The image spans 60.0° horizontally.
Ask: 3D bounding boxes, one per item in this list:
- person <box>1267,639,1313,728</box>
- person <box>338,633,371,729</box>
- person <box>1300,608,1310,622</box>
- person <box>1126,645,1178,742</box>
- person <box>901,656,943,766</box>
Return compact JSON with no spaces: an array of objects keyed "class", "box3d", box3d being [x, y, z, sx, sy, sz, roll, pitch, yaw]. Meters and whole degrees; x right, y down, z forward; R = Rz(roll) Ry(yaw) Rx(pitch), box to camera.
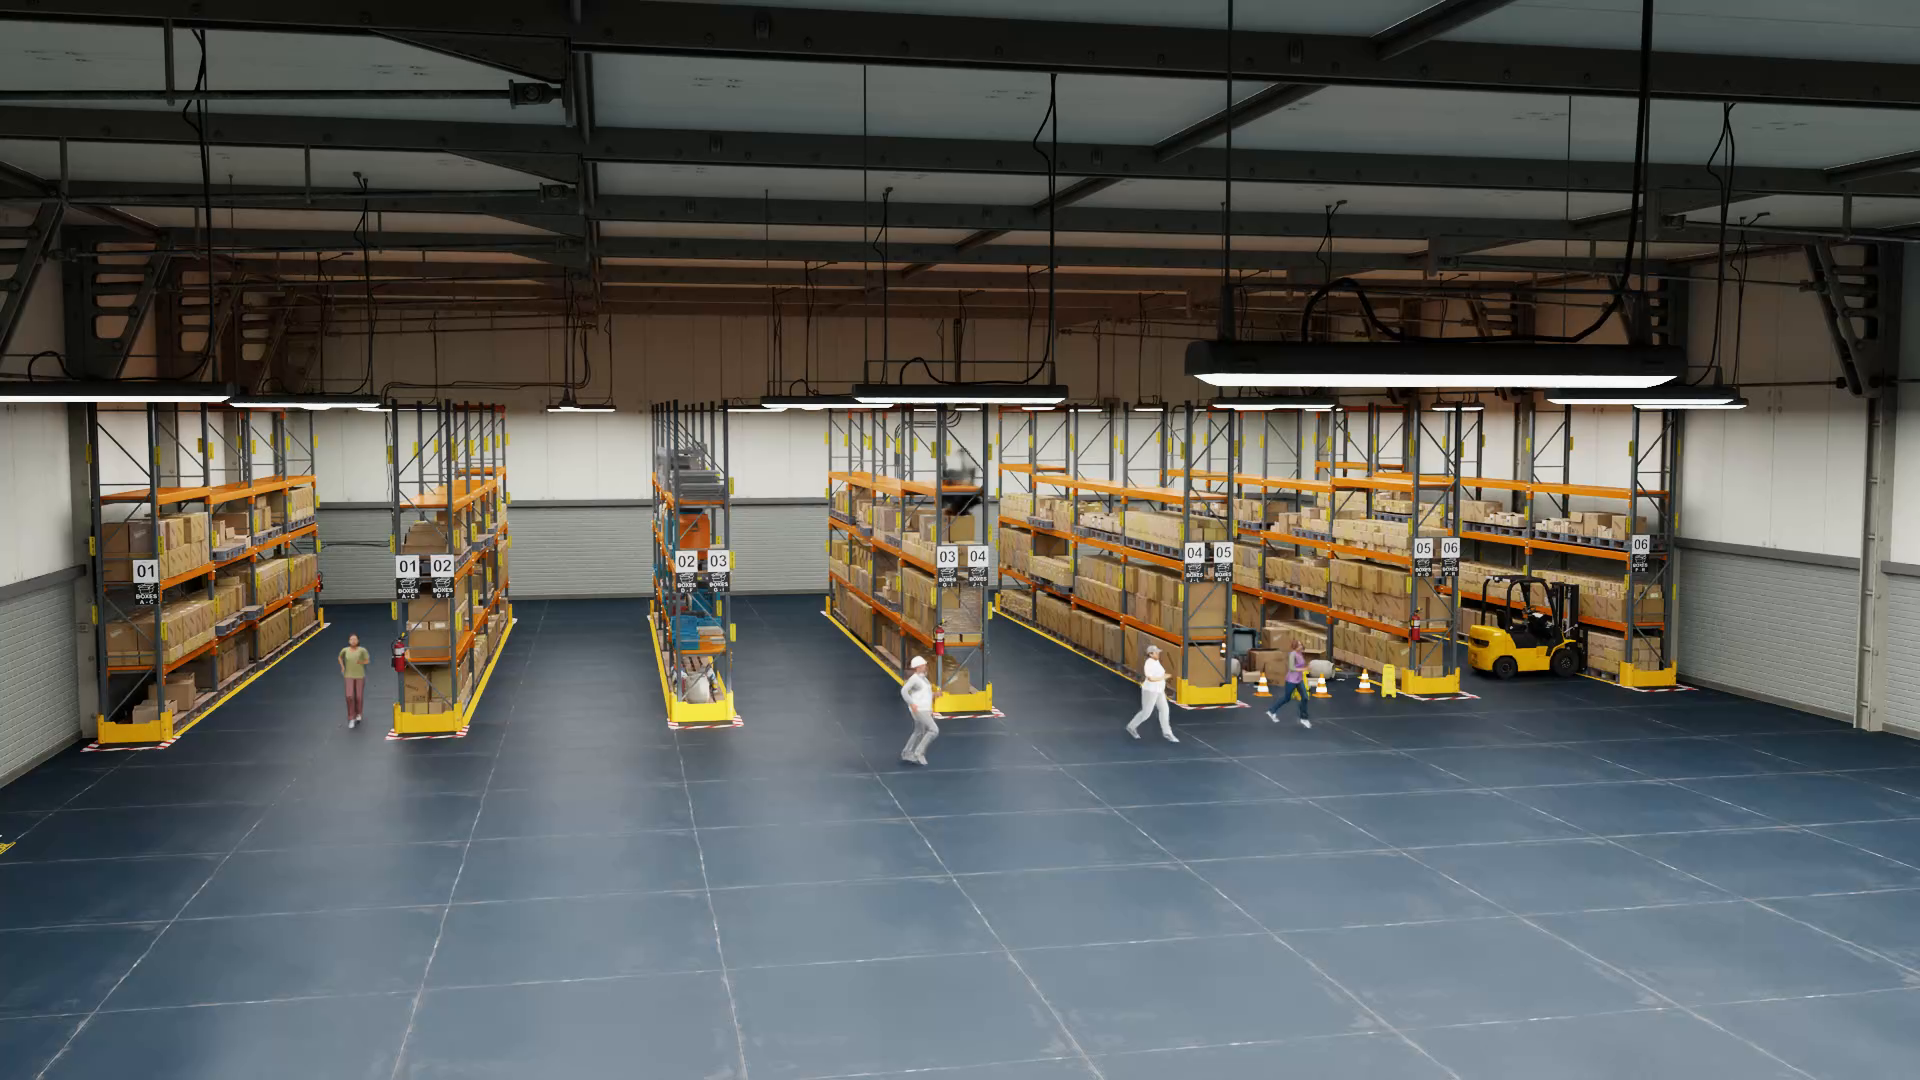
[{"class":"person","box3d":[6.096,2.621,30.568,0.852,1.627,0.549,3,6,39]},{"class":"person","box3d":[-11.148,2.695,30.645,0.564,1.463,0.759,-1,5,-19]},{"class":"person","box3d":[9.149,1.558,44.092,0.579,1.706,0.674,-1,5,-18]},{"class":"person","box3d":[3.371,2.679,29.120,0.912,1.677,0.597,2,5,26]},{"class":"person","box3d":[-0.625,2.794,27.172,0.705,1.783,0.628,1,4,9]}]
